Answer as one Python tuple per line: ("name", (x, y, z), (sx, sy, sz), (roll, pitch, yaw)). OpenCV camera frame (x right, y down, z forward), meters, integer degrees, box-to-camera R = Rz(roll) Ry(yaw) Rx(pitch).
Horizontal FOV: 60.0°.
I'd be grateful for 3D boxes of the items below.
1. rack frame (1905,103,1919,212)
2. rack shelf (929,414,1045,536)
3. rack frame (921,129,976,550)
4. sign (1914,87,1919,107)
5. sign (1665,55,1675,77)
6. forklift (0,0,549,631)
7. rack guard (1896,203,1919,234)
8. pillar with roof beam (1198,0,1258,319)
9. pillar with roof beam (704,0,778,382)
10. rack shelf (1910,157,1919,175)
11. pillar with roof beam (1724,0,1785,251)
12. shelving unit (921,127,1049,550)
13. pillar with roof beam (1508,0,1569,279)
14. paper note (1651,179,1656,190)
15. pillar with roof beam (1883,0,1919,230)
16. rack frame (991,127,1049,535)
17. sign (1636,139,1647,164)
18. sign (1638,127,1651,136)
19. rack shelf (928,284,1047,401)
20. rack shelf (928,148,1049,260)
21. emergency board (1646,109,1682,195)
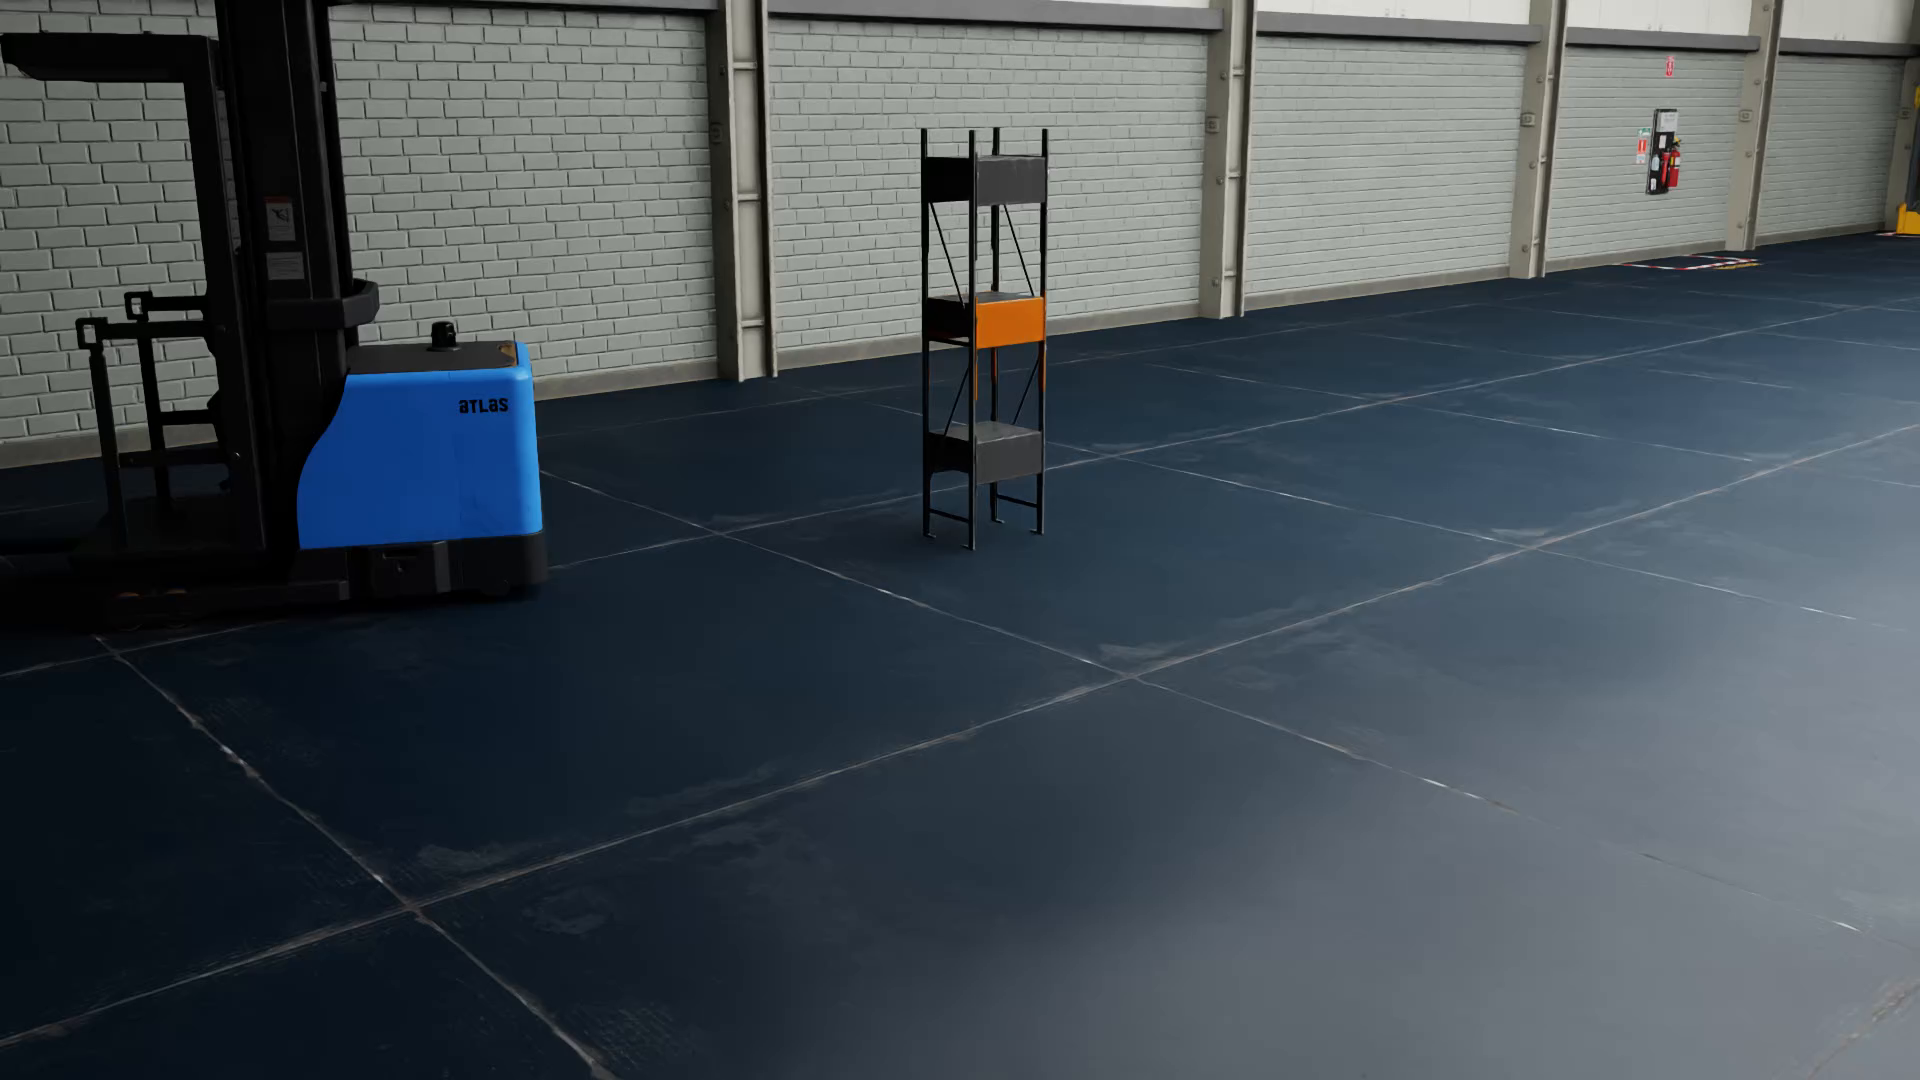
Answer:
("rack frame", (16.384, -6.584, 27.586), (0.127, 3.000, 1.000), (-13, 19, -39))
("rack shelf", (0.125, -0.353, 8.768), (0.480, 0.518, 0.431), (-13, 19, -39))
("rack frame", (-0.059, -1.001, 8.429), (0.015, 2.100, 0.400), (-13, 19, -39))
("sign", (16.034, -7.407, 27.813), (0.005, 0.325, 0.100), (-13, 19, -39))
("sign", (9.857, -6.581, 23.084), (0.199, 0.298, 0.001), (-13, 19, -39))
("forklift", (-3.503, -1.170, 7.450), (3.031, 2.935, 1.130), (-4, 15, -15))
("rack guard", (16.441, -5.389, 27.956), (0.348, 0.500, 1.175), (-13, 19, -39))
("pillar with roof beam", (5.591, -5.882, 13.333), (0.400, 9.000, 9.100), (-13, 19, -39))
("pillar with roof beam", (1.065, -4.865, 9.527), (0.400, 9.000, 9.100), (-13, 19, -39))
("rack shelf", (17.892, -6.575, 28.947), (4.000, 0.370, 1.077), (-13, 19, -39))
("pillar with roof beam", (14.643, -7.915, 20.943), (0.400, 9.000, 9.100), (-13, 19, -39))
("shelving unit", (0.125, -1.042, 8.584), (0.503, 2.100, 0.431), (-13, 19, -39))
("pillar with roof beam", (10.117, -6.898, 17.138), (0.400, 9.000, 9.100), (-13, 19, -39))
("paper note", (9.749, -5.001, 23.367), (0.142, 0.148, 0.016), (-13, 19, -39))
("pillar with roof beam", (19.170, -8.931, 24.748), (0.400, 9.000, 9.100), (-13, 19, -39))
("rack frame", (0.309, -1.084, 8.739), (0.015, 2.100, 0.400), (-13, 19, -39))
("sign", (9.443, -5.387, 23.035), (0.234, 0.329, 0.001), (-13, 19, -39))
("sign", (9.453, -5.642, 22.963), (0.331, 0.109, 0.001), (-13, 19, -39))
("rack shelf", (0.125, -1.029, 8.588), (0.480, 0.518, 0.431), (-13, 19, -39))
("rack shelf", (0.125, -1.706, 8.407), (0.480, 0.518, 0.431), (-13, 19, -39))
("emergency board", (9.928, -5.443, 23.315), (0.643, 1.169, 0.194), (-13, 19, -39))
